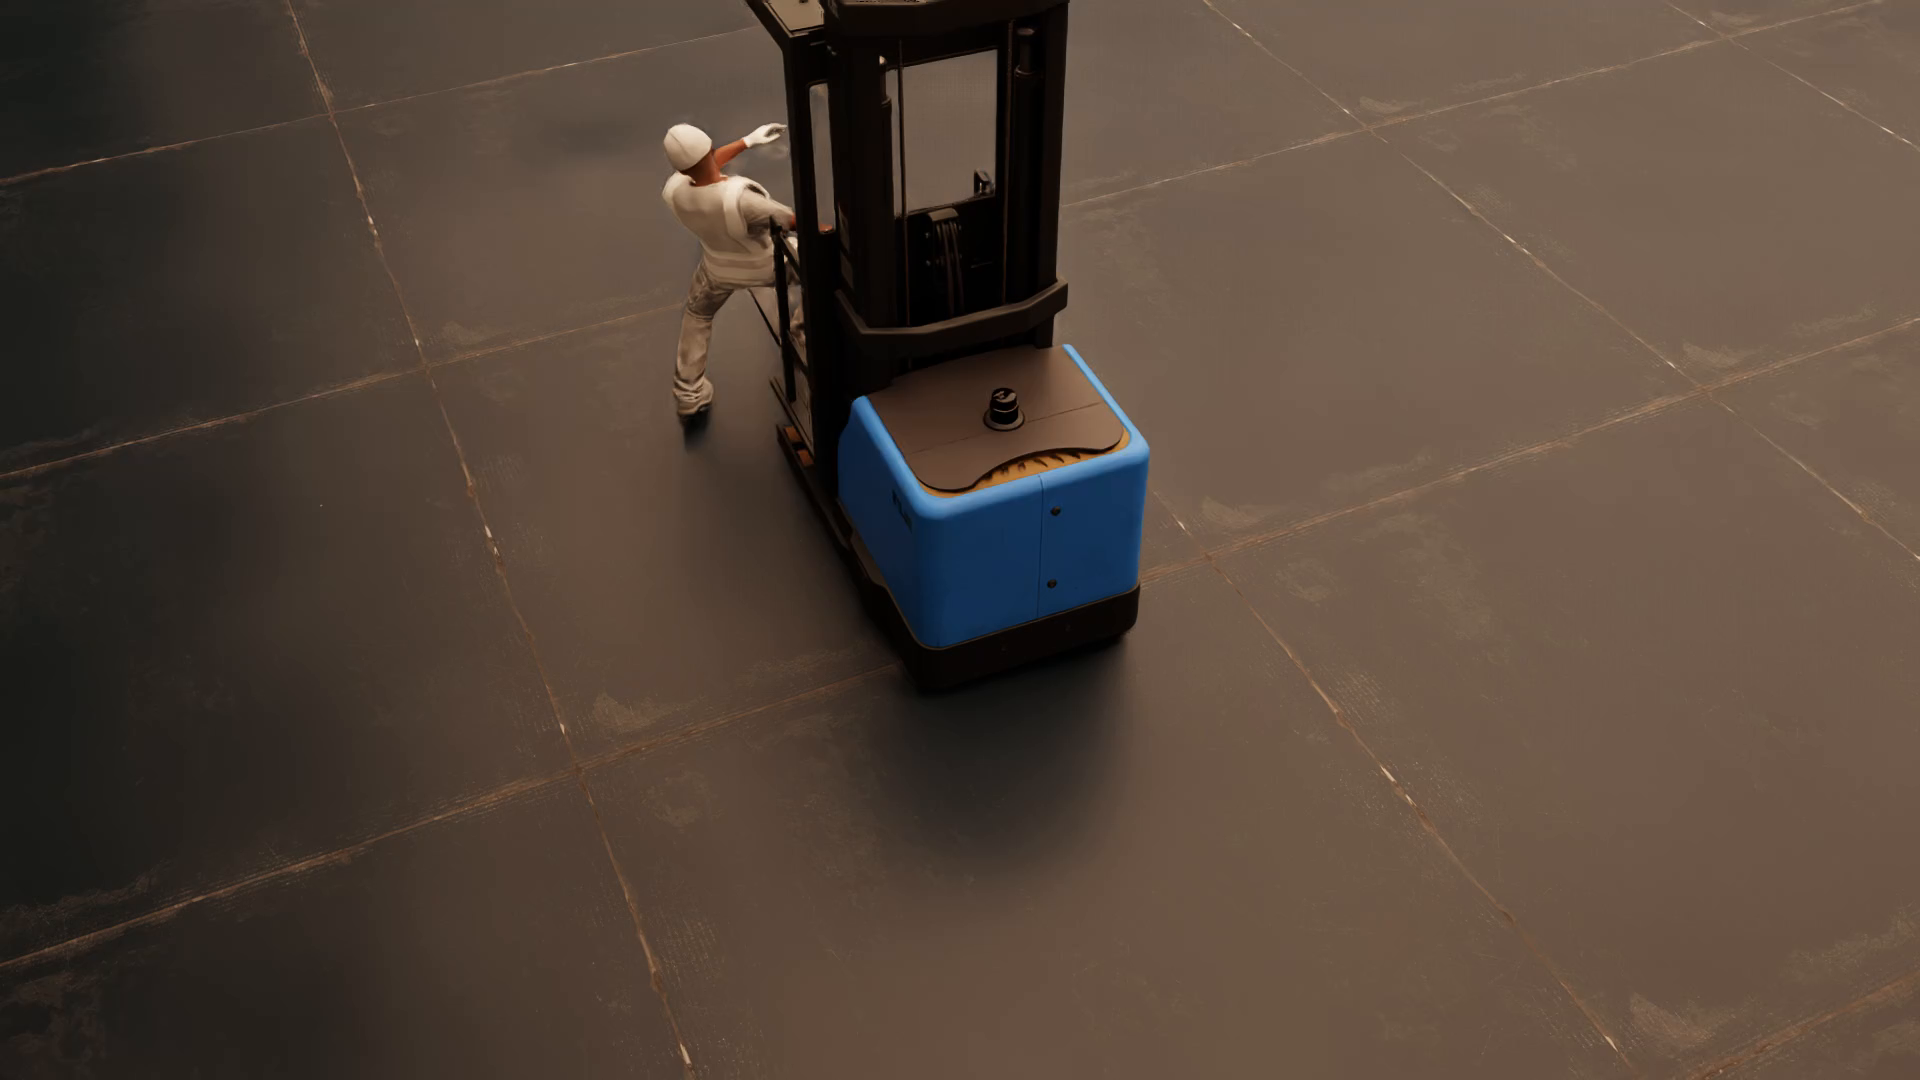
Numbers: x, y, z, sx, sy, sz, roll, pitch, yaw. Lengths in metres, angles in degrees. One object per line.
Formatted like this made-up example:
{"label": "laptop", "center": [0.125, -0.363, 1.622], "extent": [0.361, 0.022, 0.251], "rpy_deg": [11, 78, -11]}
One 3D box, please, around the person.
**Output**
{"label": "person", "center": [-0.941, -1.387, 8.116], "extent": [0.938, 1.563, 0.840], "rpy_deg": [7, 43, 7]}

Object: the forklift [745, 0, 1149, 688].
{"label": "forklift", "center": [-0.256, -1.457, 7.242], "extent": [1.130, 2.935, 3.031], "rpy_deg": [-16, 45, -16]}
